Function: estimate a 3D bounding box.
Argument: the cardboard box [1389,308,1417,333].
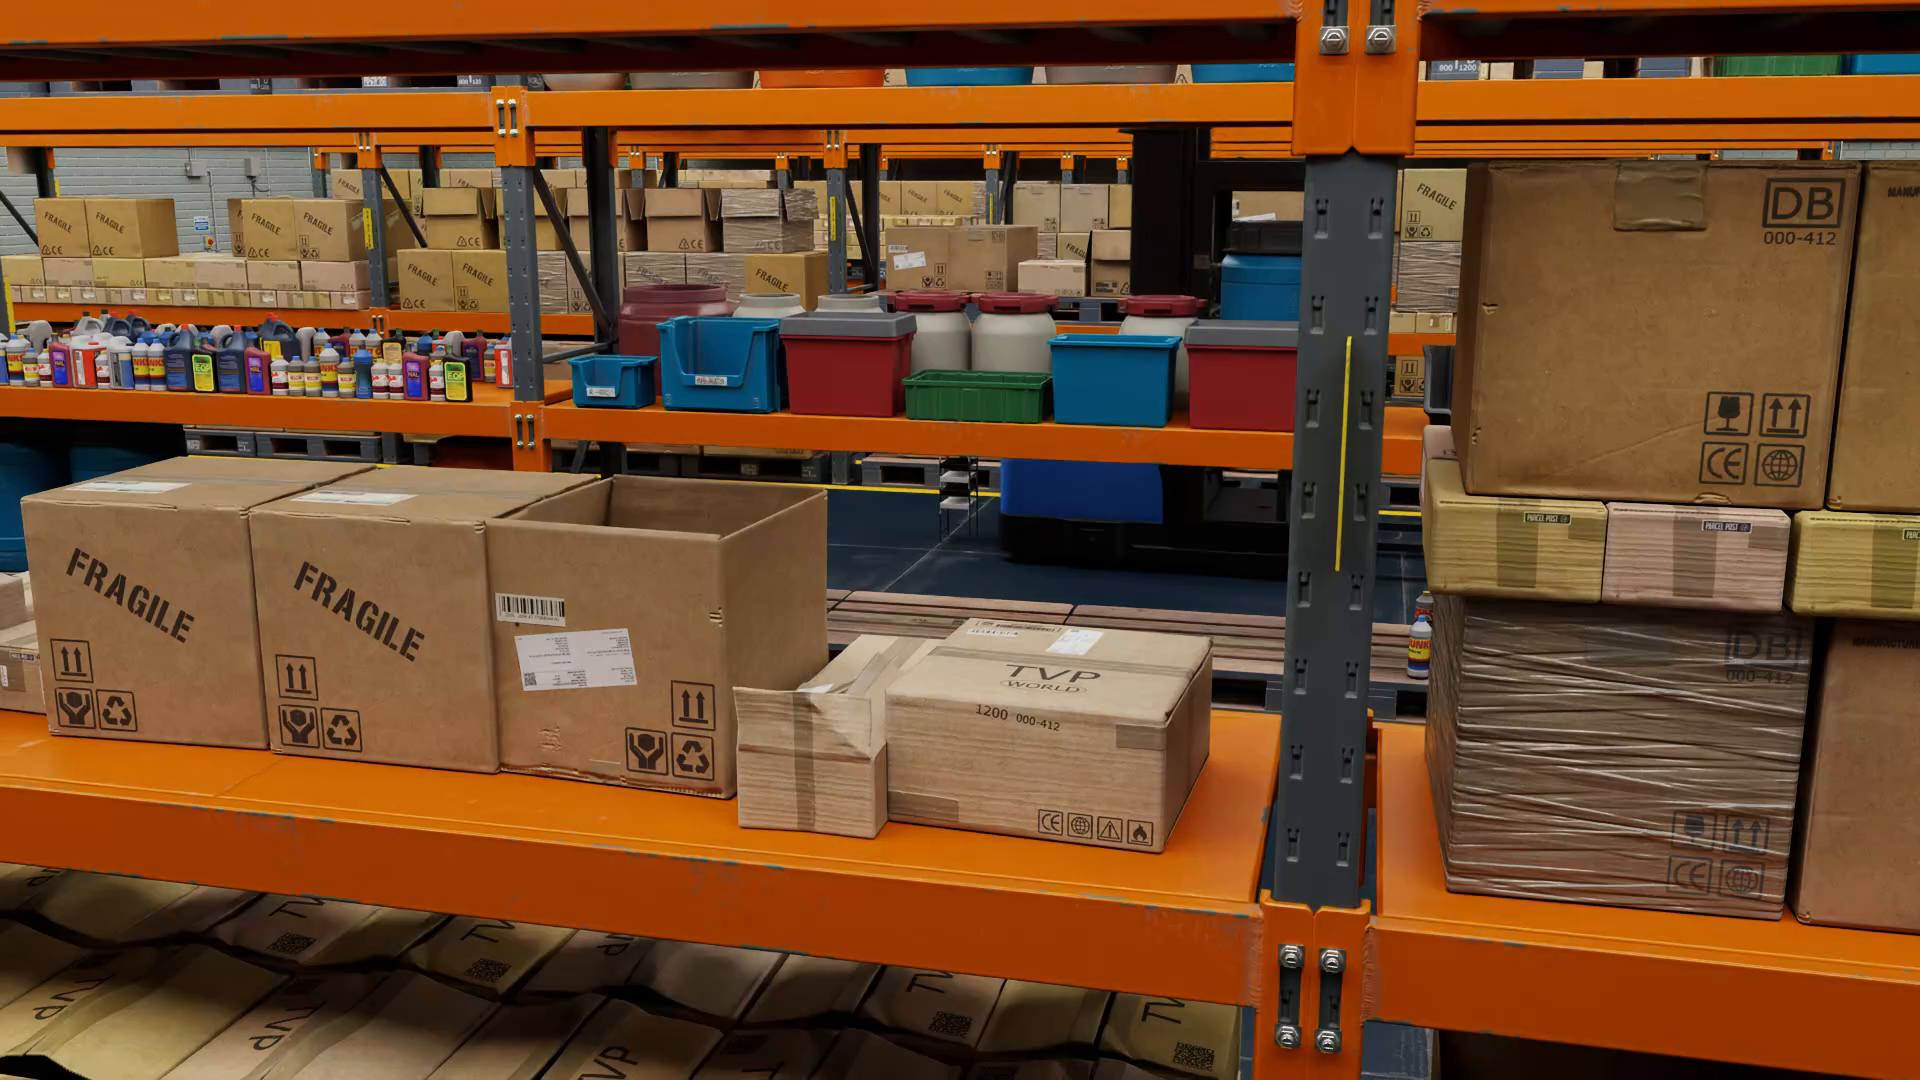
[{"bbox_3d":[3.182,-1.597,12.087,0.250,0.149,0.380,3,13,14],"label":"cardboard box"}]

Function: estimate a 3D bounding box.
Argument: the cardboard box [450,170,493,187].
[{"bbox_3d":[-5.460,-3.975,19.001,0.500,0.500,0.500,3,13,12],"label":"cardboard box"}]

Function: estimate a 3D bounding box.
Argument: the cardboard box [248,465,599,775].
[{"bbox_3d":[-1.071,0.143,3.431,0.500,0.500,0.500,3,13,14],"label":"cardboard box"}]

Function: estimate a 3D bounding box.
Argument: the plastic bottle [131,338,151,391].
[{"bbox_3d":[-4.320,-0.929,8.792,0.097,0.271,0.097,0,13,0],"label":"plastic bottle"}]

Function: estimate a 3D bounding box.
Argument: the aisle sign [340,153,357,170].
[{"bbox_3d":[-7.318,-4.791,19.899,0.004,0.787,0.394,3,13,14],"label":"aisle sign"}]

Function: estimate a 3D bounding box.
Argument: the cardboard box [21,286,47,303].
[{"bbox_3d":[-8.090,-2.193,14.775,0.250,0.149,0.380,3,13,13],"label":"cardboard box"}]

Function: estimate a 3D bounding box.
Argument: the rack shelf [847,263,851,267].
[{"bbox_3d":[-0.406,-3.838,23.269,4.000,0.370,1.077,3,13,14],"label":"rack shelf"}]

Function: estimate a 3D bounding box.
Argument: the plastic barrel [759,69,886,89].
[{"bbox_3d":[-0.645,-2.512,7.714,0.708,0.830,0.600,3,13,14],"label":"plastic barrel"}]

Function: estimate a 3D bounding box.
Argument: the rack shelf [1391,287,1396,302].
[{"bbox_3d":[6.273,-2.377,16.683,4.000,0.370,1.077,3,13,14],"label":"rack shelf"}]

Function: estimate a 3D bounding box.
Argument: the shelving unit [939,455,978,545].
[{"bbox_3d":[-0.008,-0.440,11.138,0.210,0.900,0.258,3,13,14],"label":"shelving unit"}]

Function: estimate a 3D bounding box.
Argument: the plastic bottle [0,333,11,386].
[{"bbox_3d":[-5.195,-0.984,9.030,0.135,0.276,0.152,3,13,14],"label":"plastic bottle"}]

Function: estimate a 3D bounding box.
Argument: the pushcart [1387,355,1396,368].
[{"bbox_3d":[4.922,-2.116,19.899,0.936,0.377,1.648,-1,13,-6],"label":"pushcart"}]

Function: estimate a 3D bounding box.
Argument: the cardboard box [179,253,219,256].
[{"bbox_3d":[-7.085,-2.467,15.086,0.500,0.250,0.500,3,13,12],"label":"cardboard box"}]

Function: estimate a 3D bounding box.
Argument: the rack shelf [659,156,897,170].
[{"bbox_3d":[-3.104,-6.554,28.586,4.000,0.370,1.077,3,13,14],"label":"rack shelf"}]

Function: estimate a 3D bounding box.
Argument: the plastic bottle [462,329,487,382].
[{"bbox_3d":[-2.676,-1.020,9.177,0.133,0.283,0.061,3,13,14],"label":"plastic bottle"}]

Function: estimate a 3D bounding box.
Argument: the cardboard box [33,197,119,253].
[{"bbox_3d":[-8.069,-2.885,15.240,0.500,0.500,0.500,3,13,14],"label":"cardboard box"}]

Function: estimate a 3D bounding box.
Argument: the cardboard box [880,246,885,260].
[{"bbox_3d":[-0.873,-3.091,17.851,0.250,0.149,0.380,3,13,13],"label":"cardboard box"}]

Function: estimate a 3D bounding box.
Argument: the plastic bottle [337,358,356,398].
[{"bbox_3d":[-3.135,-0.831,8.514,0.097,0.201,0.097,0,13,0],"label":"plastic bottle"}]

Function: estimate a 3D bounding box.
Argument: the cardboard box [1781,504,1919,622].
[{"bbox_3d":[1.377,0.004,2.562,0.250,0.149,0.380,3,13,12],"label":"cardboard box"}]

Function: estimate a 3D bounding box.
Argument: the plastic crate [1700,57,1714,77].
[{"bbox_3d":[3.514,-2.090,7.412,0.396,0.136,0.243,3,13,14],"label":"plastic crate"}]

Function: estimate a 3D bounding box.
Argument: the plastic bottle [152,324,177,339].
[{"bbox_3d":[-4.604,-1.110,9.596,0.135,0.276,0.152,3,13,14],"label":"plastic bottle"}]

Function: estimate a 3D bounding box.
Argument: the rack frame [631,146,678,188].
[{"bbox_3d":[-3.435,-3.247,18.944,0.127,3.000,1.000,3,13,14],"label":"rack frame"}]

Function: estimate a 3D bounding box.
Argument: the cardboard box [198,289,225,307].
[{"bbox_3d":[-6.344,-2.100,14.355,0.250,0.149,0.380,3,13,13],"label":"cardboard box"}]

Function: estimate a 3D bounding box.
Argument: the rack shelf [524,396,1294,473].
[{"bbox_3d":[-0.083,-0.505,8.246,4.000,0.370,1.077,3,13,14],"label":"rack shelf"}]

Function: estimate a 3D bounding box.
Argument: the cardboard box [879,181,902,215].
[{"bbox_3d":[-1.002,-4.700,22.952,0.500,0.500,0.500,3,13,12],"label":"cardboard box"}]

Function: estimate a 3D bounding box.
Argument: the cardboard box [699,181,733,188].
[{"bbox_3d":[-3.362,-4.825,23.515,0.500,0.500,0.500,3,13,13],"label":"cardboard box"}]

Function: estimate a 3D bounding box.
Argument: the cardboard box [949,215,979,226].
[{"bbox_3d":[0.042,-3.477,18.218,0.250,0.149,0.380,3,13,14],"label":"cardboard box"}]

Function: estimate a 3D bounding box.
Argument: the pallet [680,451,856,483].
[{"bbox_3d":[-1.586,-0.697,13.889,1.213,0.211,1.003,3,13,14],"label":"pallet"}]

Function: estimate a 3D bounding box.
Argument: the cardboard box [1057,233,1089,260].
[{"bbox_3d":[1.314,-2.982,17.520,0.500,0.500,0.500,3,13,13],"label":"cardboard box"}]

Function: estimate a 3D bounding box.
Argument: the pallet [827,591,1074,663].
[{"bbox_3d":[-0.101,0.513,8.433,1.213,0.211,1.003,3,13,14],"label":"pallet"}]

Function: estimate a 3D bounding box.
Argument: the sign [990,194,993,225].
[{"bbox_3d":[0.327,-3.451,17.375,0.005,0.325,0.100,3,13,14],"label":"sign"}]

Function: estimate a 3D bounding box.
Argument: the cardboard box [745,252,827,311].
[{"bbox_3d":[-1.377,-2.024,13.200,0.500,0.500,0.500,3,13,15],"label":"cardboard box"}]

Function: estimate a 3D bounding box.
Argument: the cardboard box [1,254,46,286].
[{"bbox_3d":[-8.204,-2.407,14.818,0.500,0.250,0.500,3,13,12],"label":"cardboard box"}]

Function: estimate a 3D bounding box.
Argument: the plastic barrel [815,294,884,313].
[{"bbox_3d":[-0.566,-0.984,8.487,0.421,0.512,0.421,0,13,0],"label":"plastic barrel"}]

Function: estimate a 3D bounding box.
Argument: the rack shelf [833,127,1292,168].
[{"bbox_3d":[1.103,-3.011,12.616,4.000,0.370,1.077,3,13,14],"label":"rack shelf"}]

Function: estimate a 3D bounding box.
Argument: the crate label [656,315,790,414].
[{"bbox_3d":[-1.125,-0.869,8.144,0.616,0.435,0.502,3,13,14],"label":"crate label"}]

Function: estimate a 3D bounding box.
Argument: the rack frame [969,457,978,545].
[{"bbox_3d":[0.091,-0.434,11.114,0.006,0.900,0.240,3,13,14],"label":"rack frame"}]

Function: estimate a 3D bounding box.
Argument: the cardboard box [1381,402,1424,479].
[{"bbox_3d":[3.424,-0.750,12.489,0.500,0.500,0.500,3,13,12],"label":"cardboard box"}]

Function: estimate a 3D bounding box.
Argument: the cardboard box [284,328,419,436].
[{"bbox_3d":[-5.344,-1.428,14.681,0.875,0.875,0.875,3,13,14],"label":"cardboard box"}]

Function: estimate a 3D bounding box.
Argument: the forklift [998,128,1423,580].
[{"bbox_3d":[1.820,-1.314,10.388,3.031,2.935,1.130,3,13,15],"label":"forklift"}]

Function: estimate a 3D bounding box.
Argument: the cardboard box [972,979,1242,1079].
[{"bbox_3d":[0.326,1.079,3.531,0.500,0.311,0.500,3,13,14],"label":"cardboard box"}]

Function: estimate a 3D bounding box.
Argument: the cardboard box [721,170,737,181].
[{"bbox_3d":[-3.192,-5.147,23.472,0.250,0.149,0.380,3,13,14],"label":"cardboard box"}]

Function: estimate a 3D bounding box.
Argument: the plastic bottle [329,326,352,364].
[{"bbox_3d":[-3.479,-1.063,9.370,0.133,0.283,0.061,3,13,14],"label":"plastic bottle"}]

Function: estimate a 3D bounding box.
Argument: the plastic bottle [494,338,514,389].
[{"bbox_3d":[-2.404,-0.958,8.913,0.135,0.276,0.152,3,13,14],"label":"plastic bottle"}]

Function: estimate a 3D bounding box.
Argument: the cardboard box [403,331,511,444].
[{"bbox_3d":[-4.096,-1.348,14.320,0.875,0.875,1.225,3,13,14],"label":"cardboard box"}]

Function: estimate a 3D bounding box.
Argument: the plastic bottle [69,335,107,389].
[{"bbox_3d":[-4.652,-0.955,8.899,0.135,0.276,0.152,3,13,14],"label":"plastic bottle"}]

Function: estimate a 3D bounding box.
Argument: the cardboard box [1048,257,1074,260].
[{"bbox_3d":[0.845,-2.111,13.166,0.258,0.266,0.396,3,13,12],"label":"cardboard box"}]

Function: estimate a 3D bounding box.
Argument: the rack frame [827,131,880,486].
[{"bbox_3d":[-0.838,-2.002,13.331,0.127,3.000,1.000,3,13,14],"label":"rack frame"}]

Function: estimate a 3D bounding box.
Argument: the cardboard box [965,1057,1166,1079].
[{"bbox_3d":[0.206,1.192,3.021,0.500,0.311,0.500,3,13,14],"label":"cardboard box"}]

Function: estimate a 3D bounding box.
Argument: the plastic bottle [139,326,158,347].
[{"bbox_3d":[-4.616,-1.080,9.474,0.097,0.271,0.097,0,13,0],"label":"plastic bottle"}]

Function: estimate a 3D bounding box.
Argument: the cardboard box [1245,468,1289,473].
[{"bbox_3d":[2.454,-0.825,12.782,0.500,0.500,0.700,2,13,9],"label":"cardboard box"}]

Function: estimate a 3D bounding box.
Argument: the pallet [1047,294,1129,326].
[{"bbox_3d":[1.093,-1.814,12.927,1.213,0.211,1.003,3,13,14],"label":"pallet"}]
